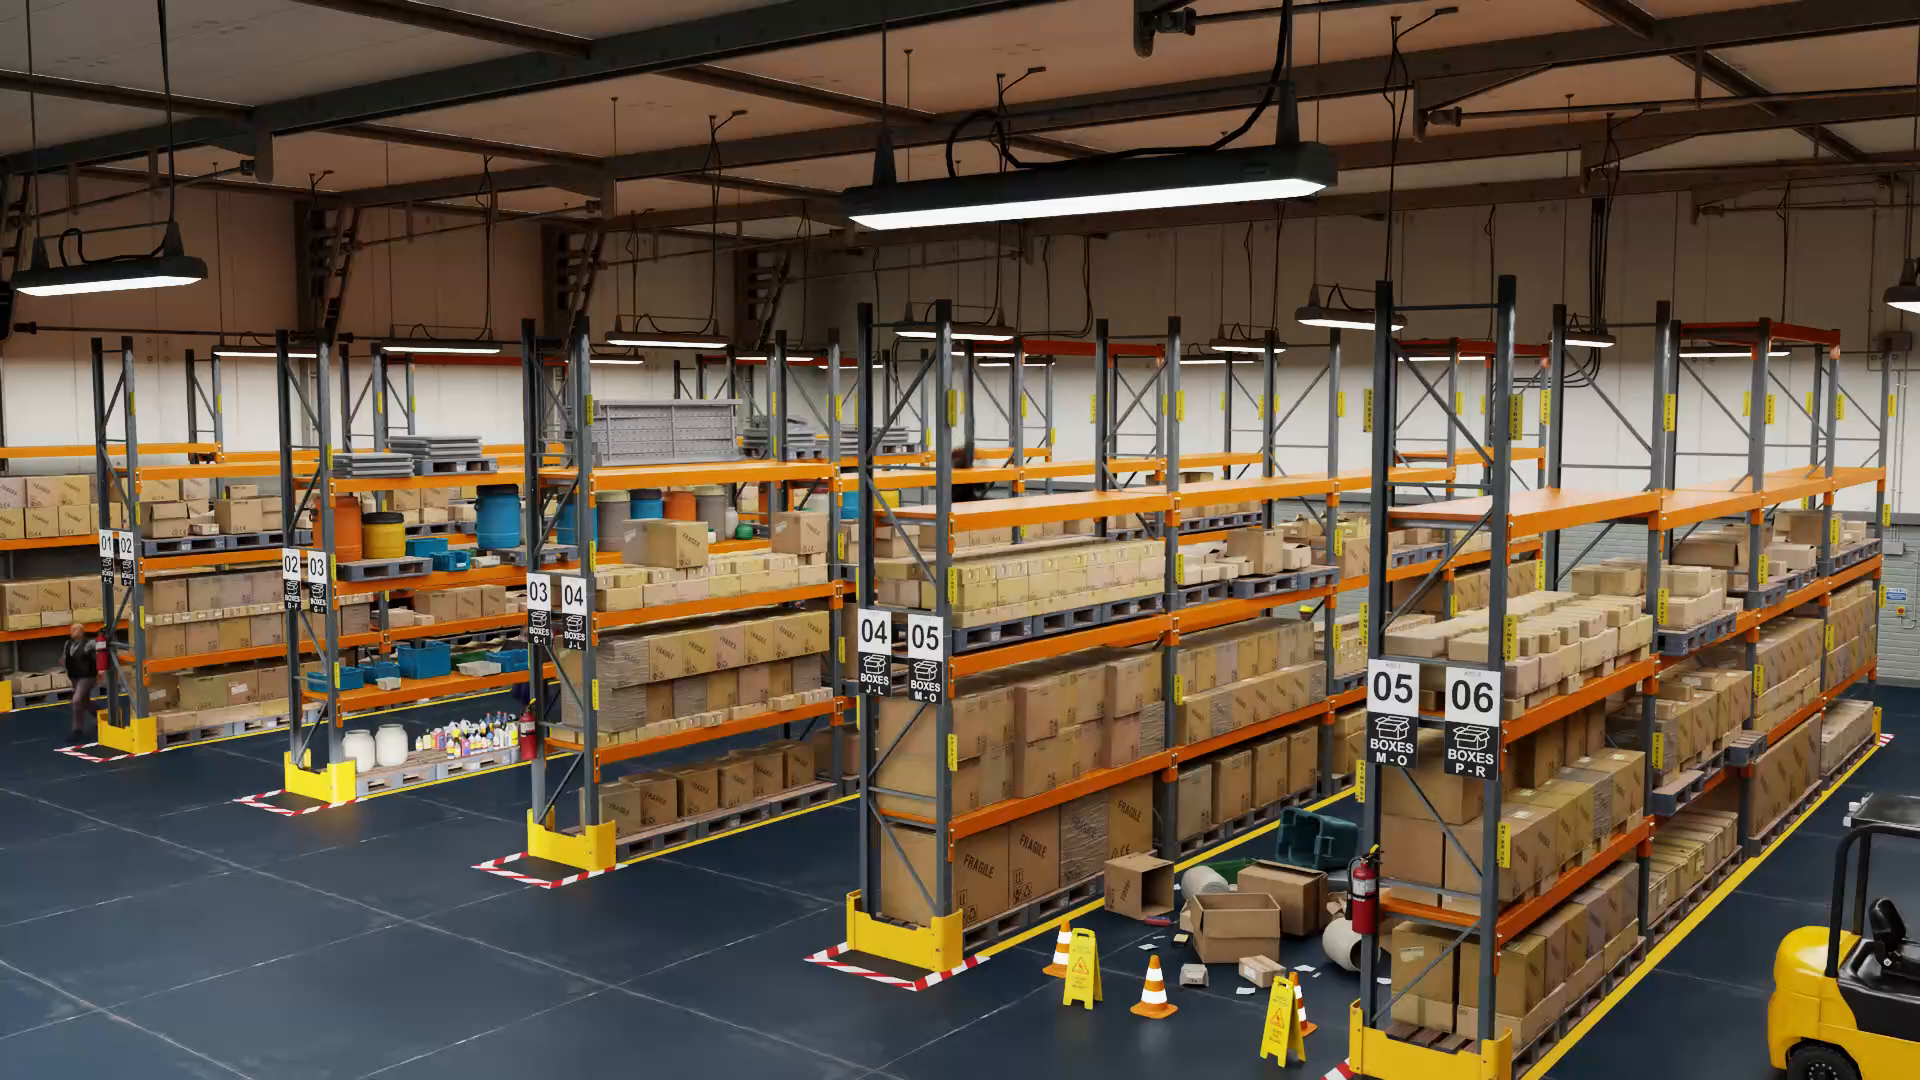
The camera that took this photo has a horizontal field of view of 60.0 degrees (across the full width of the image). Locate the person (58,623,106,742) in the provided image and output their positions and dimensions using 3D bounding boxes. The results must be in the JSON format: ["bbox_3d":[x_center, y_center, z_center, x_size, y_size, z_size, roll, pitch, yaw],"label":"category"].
[{"bbox_3d":[-13.290,2.128,25.230,0.678,1.757,0.886,2,5,20],"label":"person"}]

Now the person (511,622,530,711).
[{"bbox_3d":[-6.791,2.082,26.292,0.605,1.593,0.578,3,6,33],"label":"person"}]

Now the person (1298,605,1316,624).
[{"bbox_3d":[5.642,1.929,27.309,0.695,1.719,0.600,3,6,34],"label":"person"}]

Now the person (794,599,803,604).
[{"bbox_3d":[-3.023,1.400,32.759,0.654,1.764,0.971,3,6,31],"label":"person"}]
